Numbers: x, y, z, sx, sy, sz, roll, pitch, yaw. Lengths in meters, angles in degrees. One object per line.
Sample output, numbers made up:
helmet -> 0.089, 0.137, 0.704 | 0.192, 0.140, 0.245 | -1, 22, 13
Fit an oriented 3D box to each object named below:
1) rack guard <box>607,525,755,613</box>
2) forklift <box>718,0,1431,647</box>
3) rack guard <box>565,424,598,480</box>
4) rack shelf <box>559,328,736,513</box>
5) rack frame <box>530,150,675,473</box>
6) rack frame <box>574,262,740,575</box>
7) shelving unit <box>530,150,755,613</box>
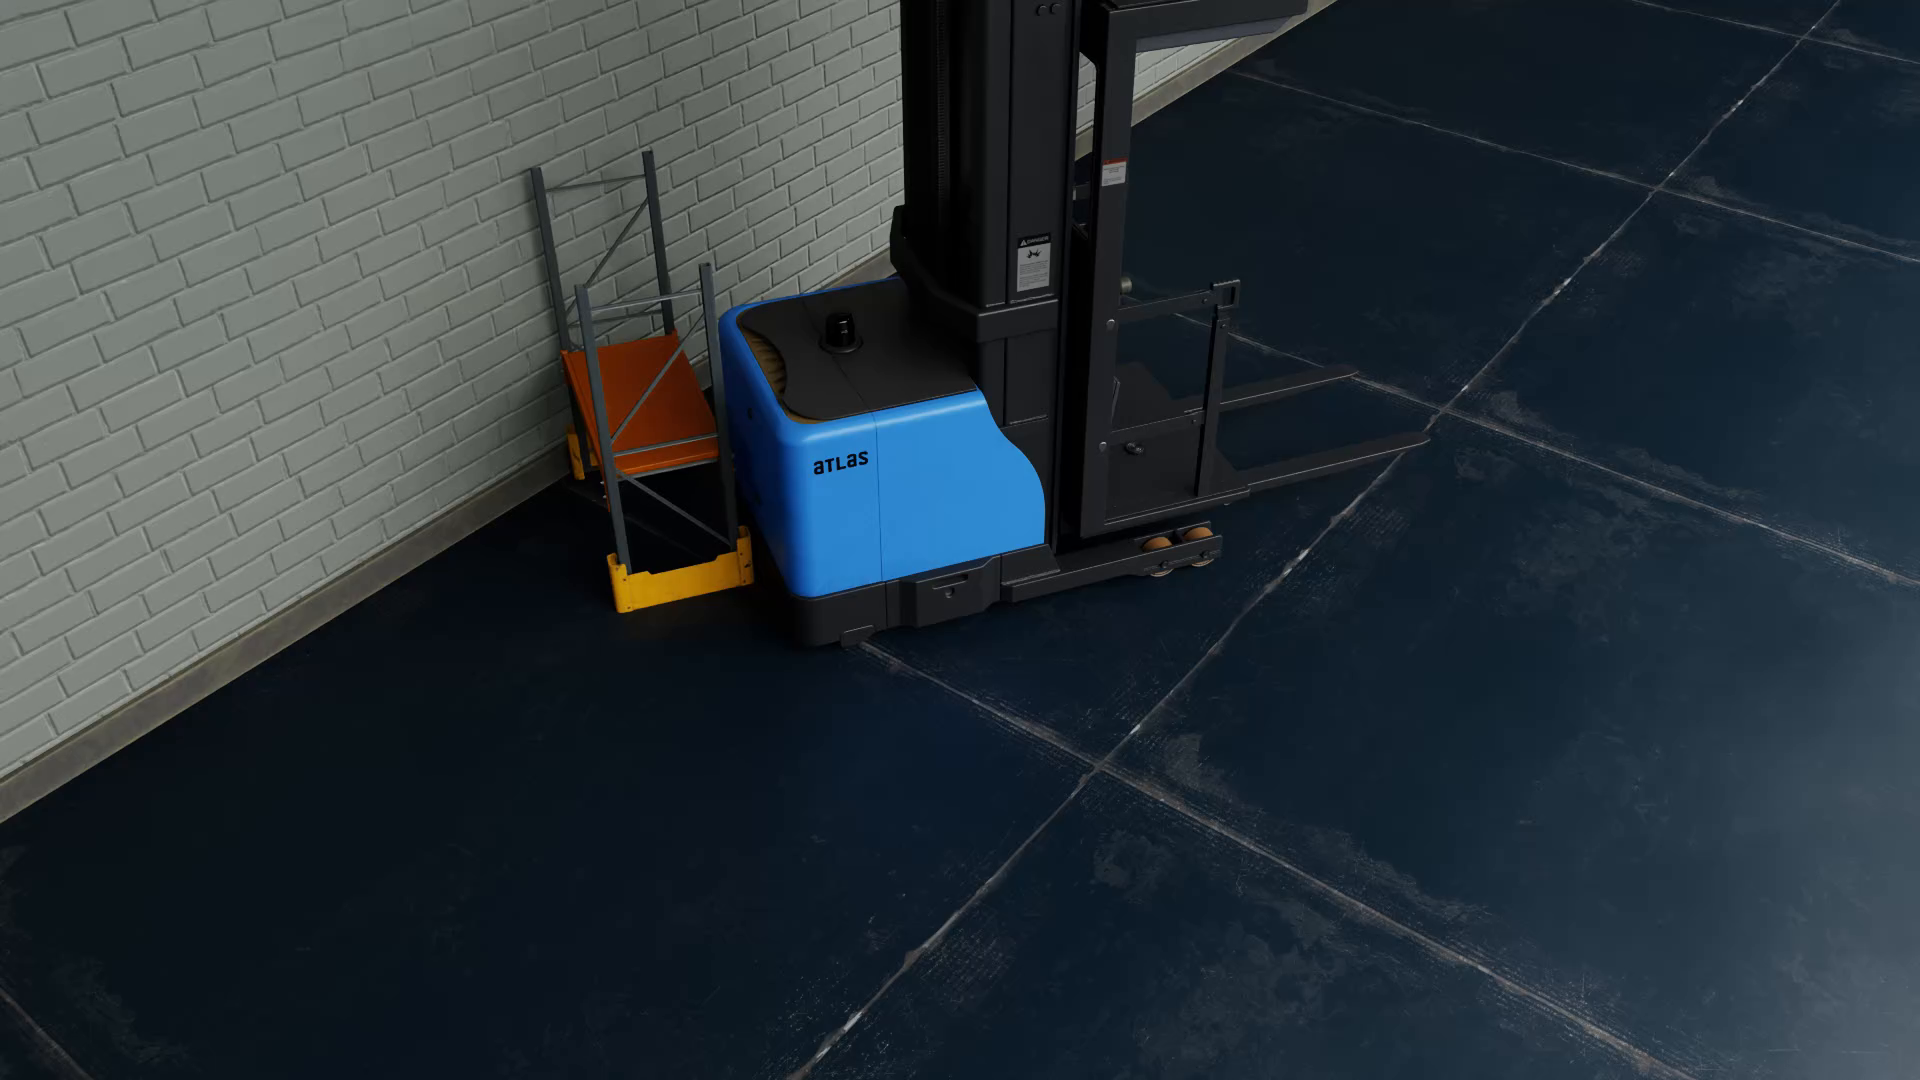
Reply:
rack guard -> -1.152, 0.120, 6.894 | 0.587, 0.250, 0.087 | -13, 40, -16
forklift -> 0.582, -1.290, 6.521 | 3.031, 2.935, 1.130 | -13, 40, -16
rack guard -> -1.496, -0.456, 7.630 | 0.587, 0.250, 0.087 | -13, 40, -16
rack shelf -> -1.327, -0.524, 6.994 | 0.538, 0.185, 1.000 | -13, 40, -16
rack frame -> -1.503, -0.959, 7.259 | 0.500, 1.500, 0.032 | -13, 40, -16
rack frame -> -1.151, -0.371, 6.508 | 0.500, 1.500, 0.032 | -13, 40, -16
shelving unit -> -1.324, -0.660, 6.876 | 0.587, 1.500, 1.083 | -13, 40, -16
